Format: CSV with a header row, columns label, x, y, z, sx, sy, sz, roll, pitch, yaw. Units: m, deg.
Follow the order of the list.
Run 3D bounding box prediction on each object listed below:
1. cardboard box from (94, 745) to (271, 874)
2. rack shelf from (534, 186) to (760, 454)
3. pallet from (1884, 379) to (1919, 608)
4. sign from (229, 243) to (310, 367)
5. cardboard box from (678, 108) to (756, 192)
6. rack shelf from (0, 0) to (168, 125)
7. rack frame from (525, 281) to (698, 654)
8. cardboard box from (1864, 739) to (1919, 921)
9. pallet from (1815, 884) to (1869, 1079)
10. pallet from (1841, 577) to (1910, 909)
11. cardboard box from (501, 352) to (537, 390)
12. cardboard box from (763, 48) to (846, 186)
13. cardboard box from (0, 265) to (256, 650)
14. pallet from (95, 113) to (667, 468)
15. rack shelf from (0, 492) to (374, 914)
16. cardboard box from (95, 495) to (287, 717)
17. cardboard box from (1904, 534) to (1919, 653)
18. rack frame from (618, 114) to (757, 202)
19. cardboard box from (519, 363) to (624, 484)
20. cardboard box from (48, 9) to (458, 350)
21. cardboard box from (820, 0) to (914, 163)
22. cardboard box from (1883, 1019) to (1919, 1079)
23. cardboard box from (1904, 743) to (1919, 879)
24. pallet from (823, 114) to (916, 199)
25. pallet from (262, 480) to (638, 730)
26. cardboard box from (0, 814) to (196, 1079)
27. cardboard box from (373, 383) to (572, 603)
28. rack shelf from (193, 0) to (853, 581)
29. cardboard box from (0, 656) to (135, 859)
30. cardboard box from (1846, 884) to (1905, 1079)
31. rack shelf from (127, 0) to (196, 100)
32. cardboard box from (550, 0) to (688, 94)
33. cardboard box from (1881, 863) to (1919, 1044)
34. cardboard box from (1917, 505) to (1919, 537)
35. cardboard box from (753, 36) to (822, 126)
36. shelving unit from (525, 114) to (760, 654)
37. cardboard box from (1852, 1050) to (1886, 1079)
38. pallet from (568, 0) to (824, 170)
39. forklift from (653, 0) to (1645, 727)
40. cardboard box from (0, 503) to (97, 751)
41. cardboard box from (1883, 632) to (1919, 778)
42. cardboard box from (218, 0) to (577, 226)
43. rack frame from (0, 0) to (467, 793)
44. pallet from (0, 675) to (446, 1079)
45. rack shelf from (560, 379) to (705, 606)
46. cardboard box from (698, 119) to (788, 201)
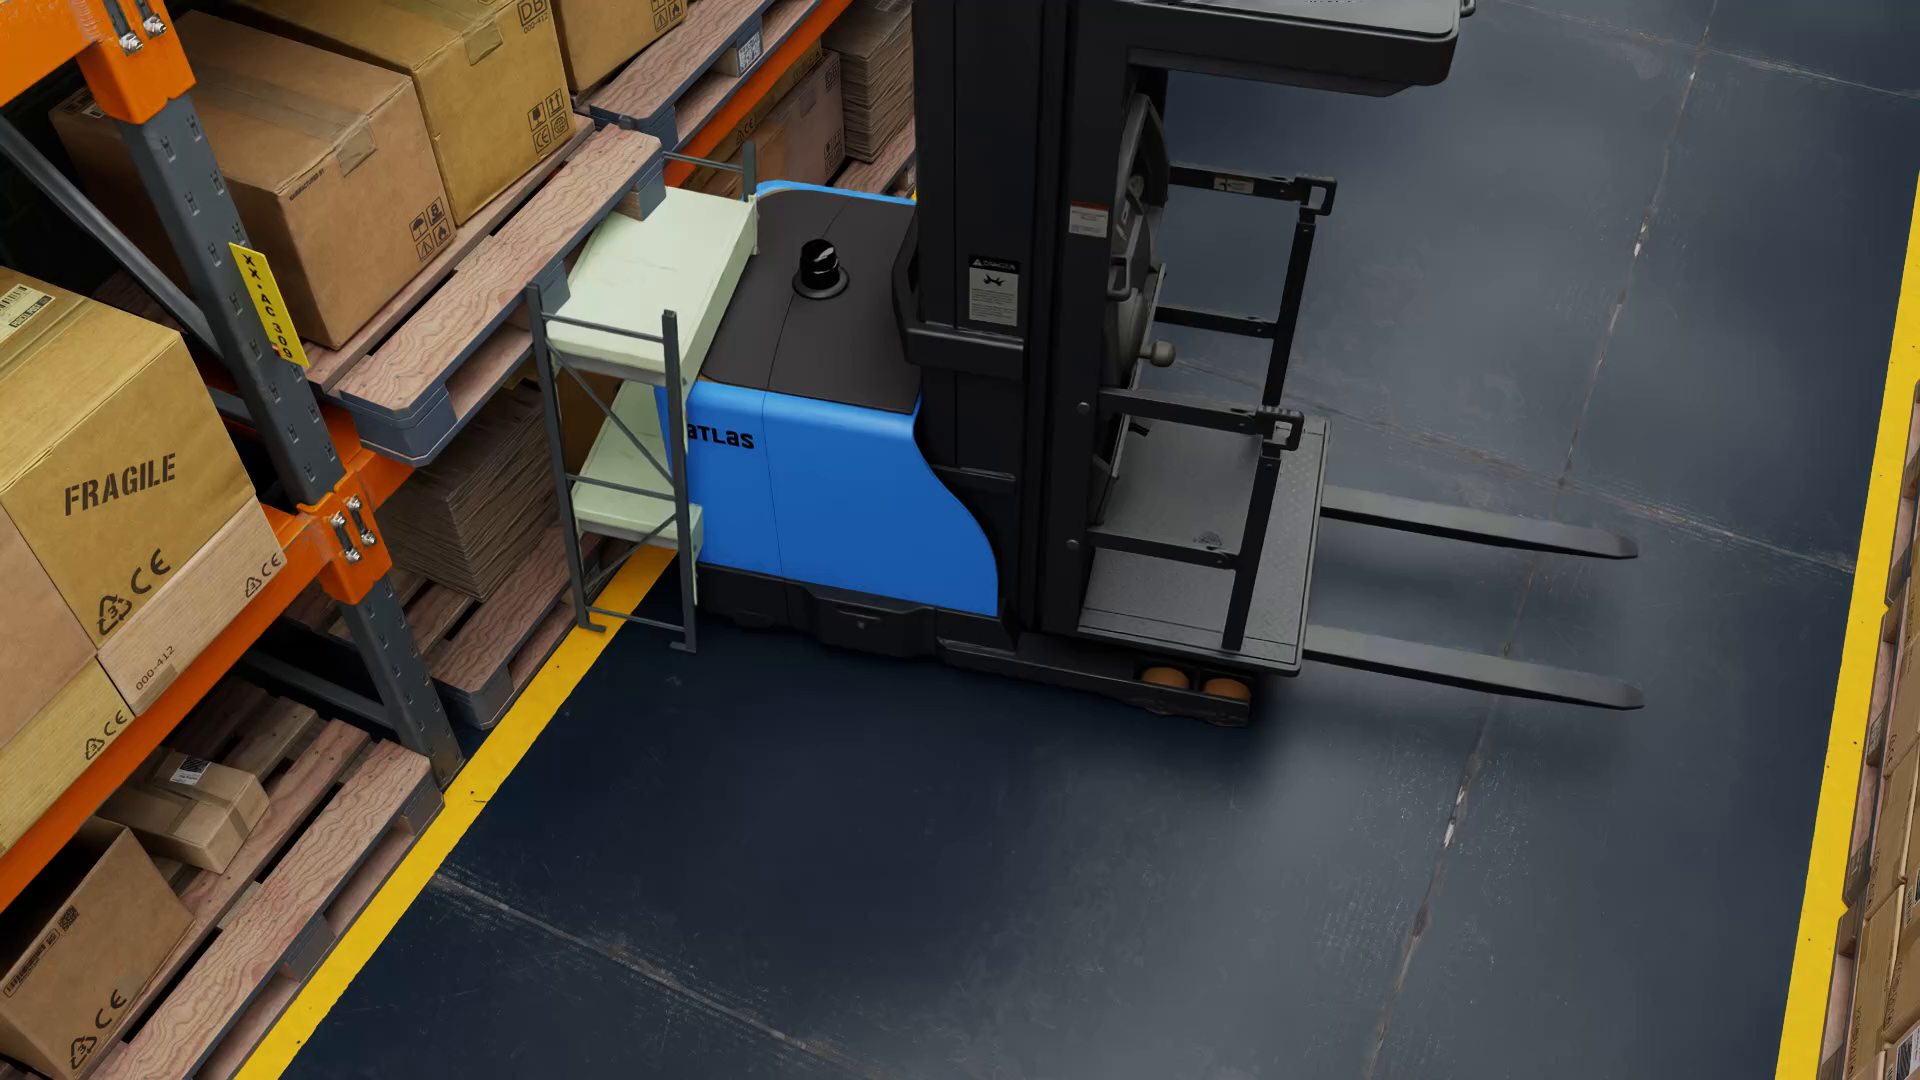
label,x,y,z,sx,sy,sz,roll,pitch,yaw
cardboard box,-2.211,0.751,4.713,0.380,0.166,0.250,14,51,11
rack shelf,-0.883,-0.670,4.790,0.431,0.370,0.720,12,51,4
pallet,3.793,-0.090,5.688,1.003,0.211,1.213,20,52,16
sign,-1.515,-0.512,3.648,0.100,0.325,0.005,20,52,16
cardboard box,-1.076,-1.492,5.910,0.500,0.250,0.500,20,52,16
rack shelf,-2.864,0.236,2.083,1.077,0.370,4.000,20,52,16
rack frame,-0.990,-0.151,4.862,0.400,1.500,0.023,12,51,4
cardboard box,2.822,0.882,4.560,0.500,0.250,0.500,21,53,17
pallet,2.751,1.590,4.258,1.003,0.211,1.213,20,52,16
pallet,3.271,0.747,4.976,1.003,0.211,1.213,20,52,16
cardboard box,-1.525,-0.795,5.317,0.500,0.250,0.500,19,52,15
cardboard box,-0.886,-1.660,6.545,0.700,0.500,0.500,20,52,16
cardboard box,-1.931,-0.177,3.524,0.500,0.500,0.500,20,52,16
pallet,-1.551,-0.819,4.604,1.003,0.211,1.213,20,52,16
rack shelf,-2.864,1.208,3.225,1.077,0.370,4.000,20,52,16
cardboard box,-1.937,0.064,3.811,0.500,0.250,0.500,20,52,16
cardboard box,3.260,0.179,5.158,0.500,0.250,0.500,19,52,15
rack frame,-0.842,-0.699,5.323,0.400,1.500,0.023,12,51,4
cardboard box,-1.534,-0.620,5.660,0.700,0.500,0.500,19,52,15
cardboard box,-1.761,-0.917,4.206,0.700,0.500,0.500,20,52,16
cardboard box,-0.561,-1.977,6.815,0.700,0.500,0.500,20,53,17
cardboard box,2.385,1.408,3.744,0.500,0.311,0.500,20,52,16
cardboard box,2.817,0.704,4.342,0.500,0.311,0.500,20,52,16
pallet,-0.635,-1.716,7.071,1.003,0.211,1.213,20,52,16
pallet,-1.678,-0.036,5.642,1.003,0.211,1.213,20,52,16
cardboard box,-2.416,0.993,4.288,0.500,0.500,0.500,16,52,13
cardboard box,-1.710,-0.247,5.343,0.700,0.500,0.500,21,53,17
rack shelf,-1.155,-1.547,5.569,1.077,0.370,4.000,20,52,16
cardboard box,-2.158,0.405,3.521,0.500,0.250,0.500,20,52,16
cardboard box,2.604,1.234,4.260,0.500,0.250,0.500,19,52,16
rack shelf,-1.155,-2.519,4.427,1.077,0.370,4.000,20,52,16
cardboard box,-1.263,-1.763,4.926,0.700,0.500,0.500,27,55,21
cardboard box,2.602,1.047,4.051,0.500,0.311,0.500,21,53,17
cardboard box,3.477,-0.181,5.464,0.500,0.250,0.500,18,52,15
cardboard box,-0.861,-1.848,6.213,0.500,0.250,0.500,21,53,17
shelving unit,-0.916,-0.425,5.092,0.431,1.500,0.755,12,51,4
cardboard box,2.386,1.582,3.964,0.500,0.250,0.500,19,52,16
pallet,-1.109,-1.718,5.369,1.003,0.211,1.213,20,52,16
forklift,0.672,-0.810,4.515,3.031,2.935,1.130,10,50,8
cardboard box,-2.139,0.168,3.230,0.500,0.500,0.500,20,52,16
cardboard box,3.041,0.532,4.858,0.500,0.250,0.500,21,53,17
cardboard box,-1.516,-1.299,4.532,0.700,0.500,0.500,25,54,20
rack frame,-2.009,-0.403,4.123,1.000,3.000,0.127,20,52,16
pallet,-2.264,0.975,4.782,1.003,0.211,1.213,20,52,16
rack shelf,-0.943,-0.220,5.345,0.431,0.370,0.720,12,51,4
cardboard box,-1.073,-1.309,6.246,0.700,0.500,0.500,20,52,16
